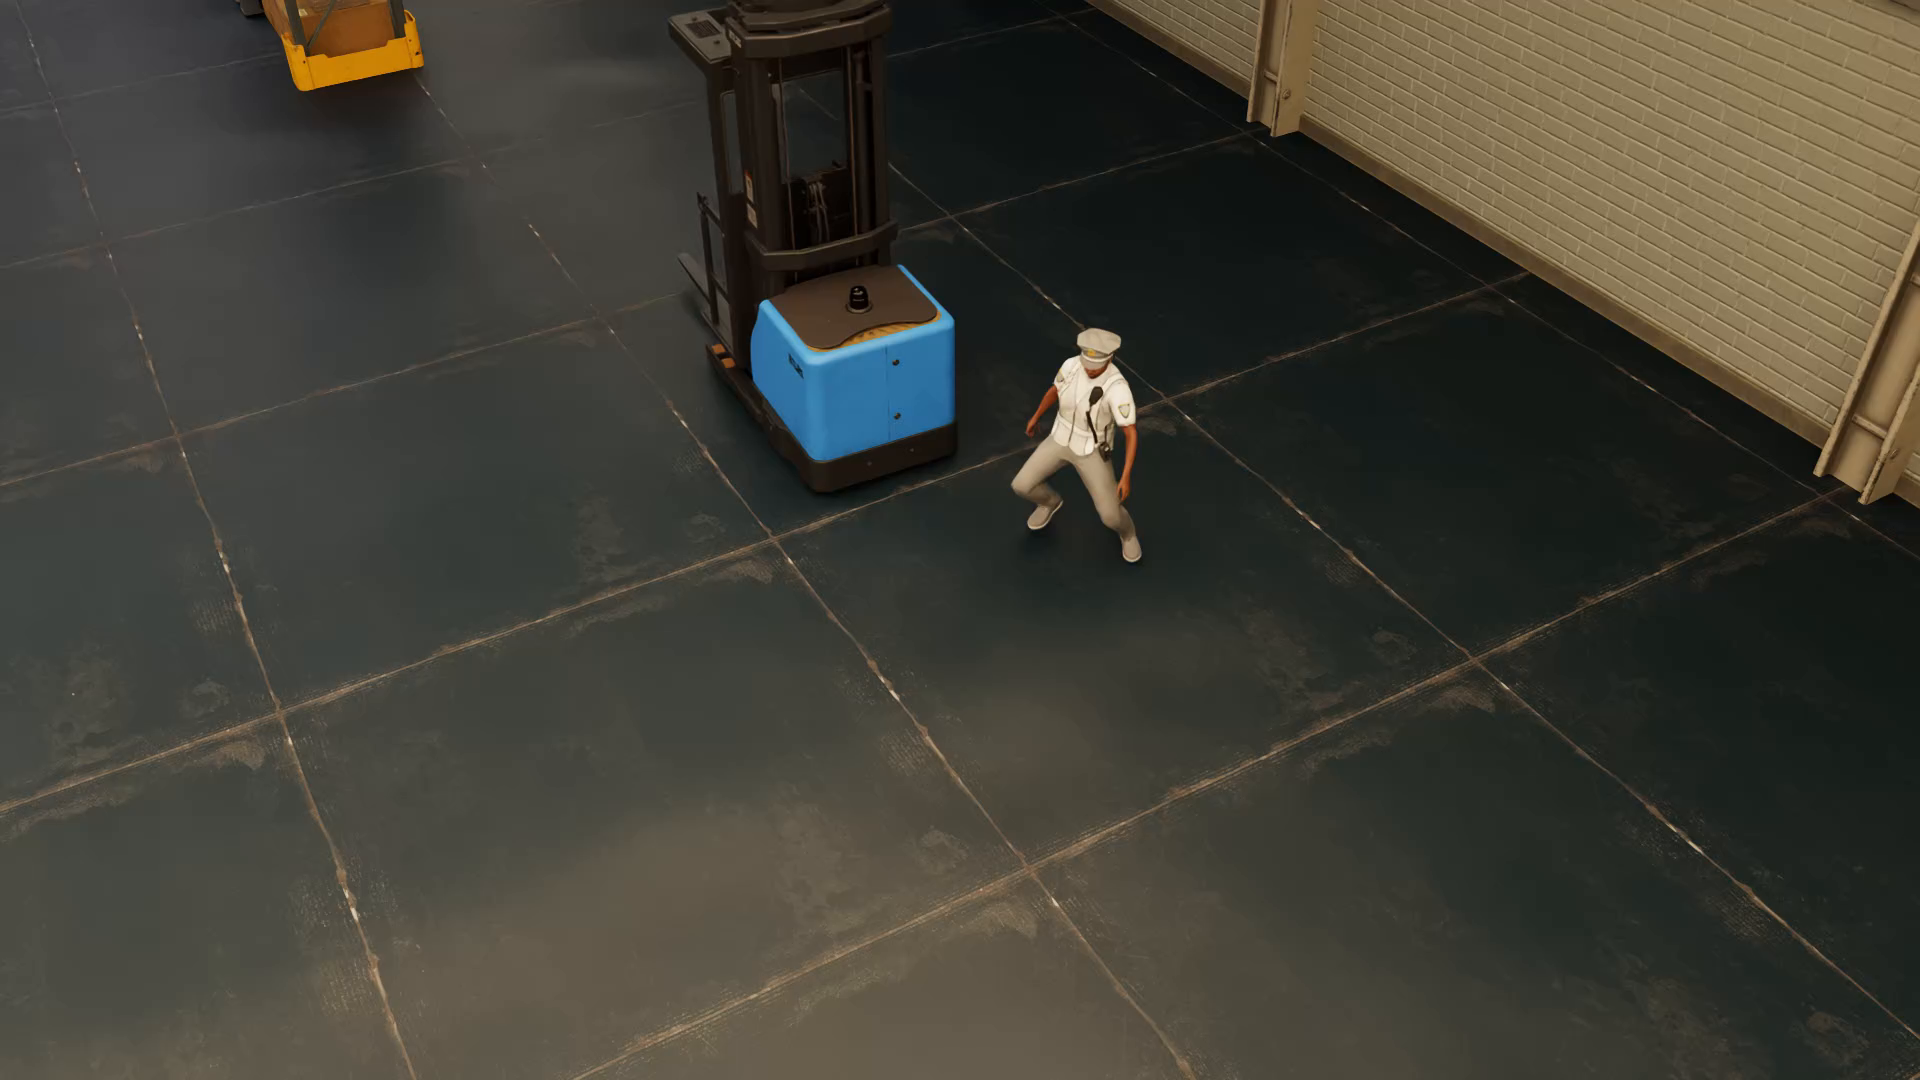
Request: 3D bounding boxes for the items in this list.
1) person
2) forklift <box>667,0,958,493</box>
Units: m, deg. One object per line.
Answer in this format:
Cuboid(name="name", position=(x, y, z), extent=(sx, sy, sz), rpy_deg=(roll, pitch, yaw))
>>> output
Cuboid(name="person", position=(0.725, -0.564, 9.784), extent=(0.851, 1.527, 0.578), rpy_deg=(30, 48, 31))
Cuboid(name="forklift", position=(-1.142, -2.362, 10.884), extent=(1.130, 2.935, 3.031), rpy_deg=(-18, 43, -21))
